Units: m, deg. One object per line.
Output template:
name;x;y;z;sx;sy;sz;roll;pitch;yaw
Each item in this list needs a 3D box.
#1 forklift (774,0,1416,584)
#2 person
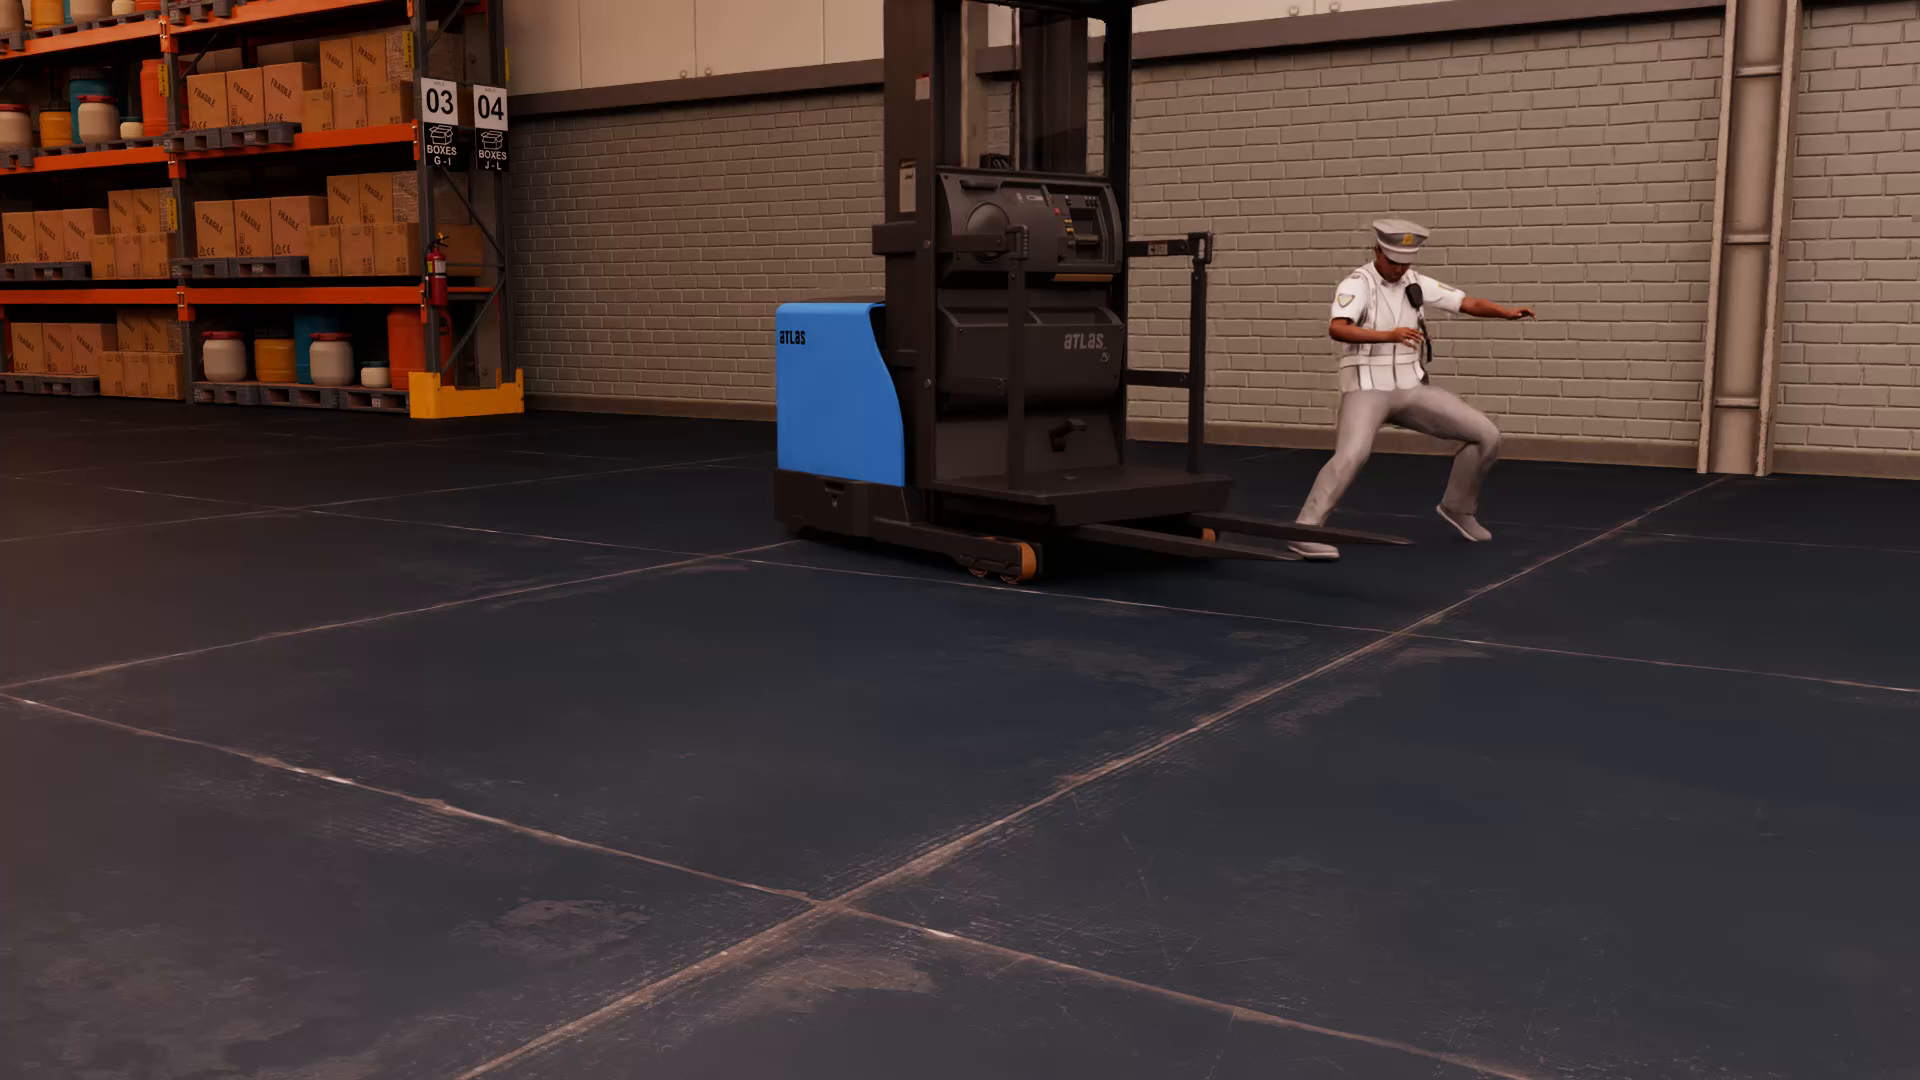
forklift;0.438;-1.360;6.756;1.130;2.935;3.031;-6;10;-38
person;1.927;-0.658;7.225;1.113;1.459;0.656;-2;8;-14
